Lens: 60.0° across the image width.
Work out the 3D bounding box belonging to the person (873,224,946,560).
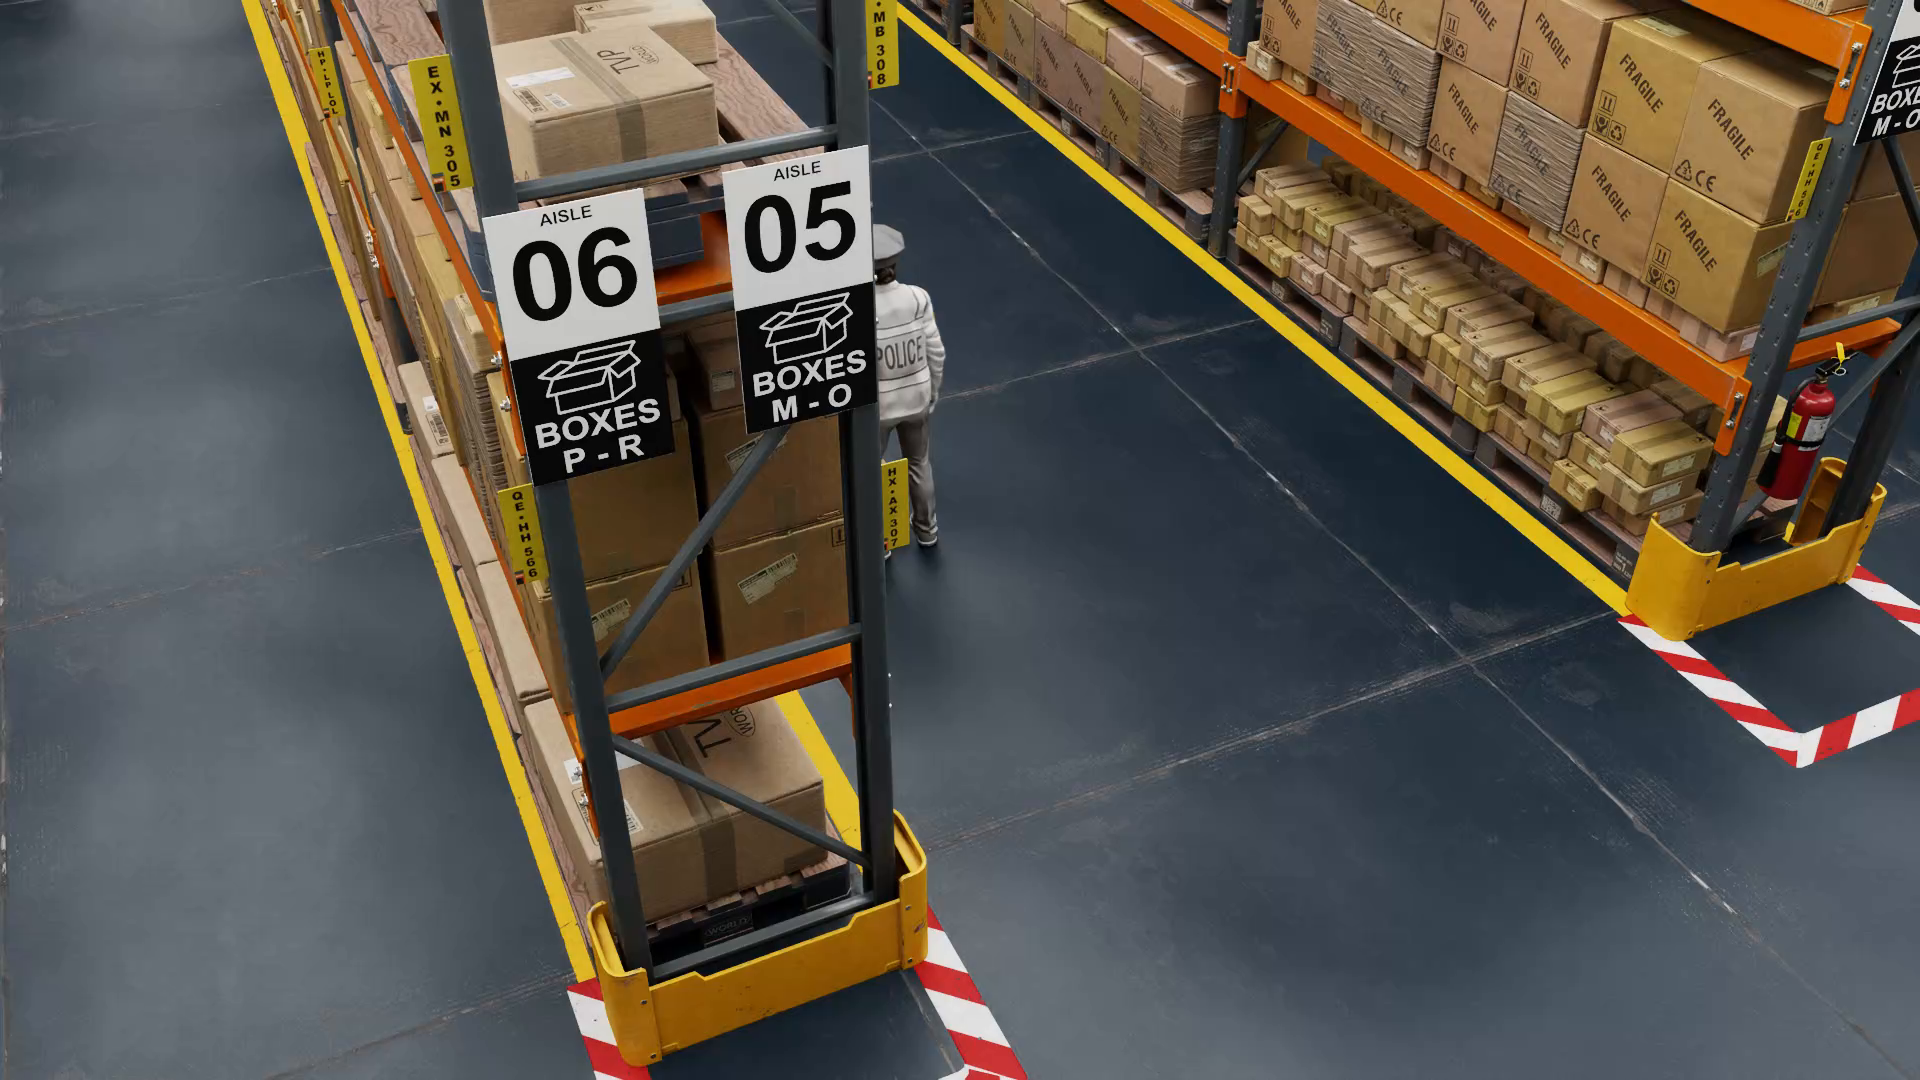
[{"bbox_3d":[-0.326,-0.639,7.684,0.529,1.663,0.374,-16,40,-19],"label":"person"}]
